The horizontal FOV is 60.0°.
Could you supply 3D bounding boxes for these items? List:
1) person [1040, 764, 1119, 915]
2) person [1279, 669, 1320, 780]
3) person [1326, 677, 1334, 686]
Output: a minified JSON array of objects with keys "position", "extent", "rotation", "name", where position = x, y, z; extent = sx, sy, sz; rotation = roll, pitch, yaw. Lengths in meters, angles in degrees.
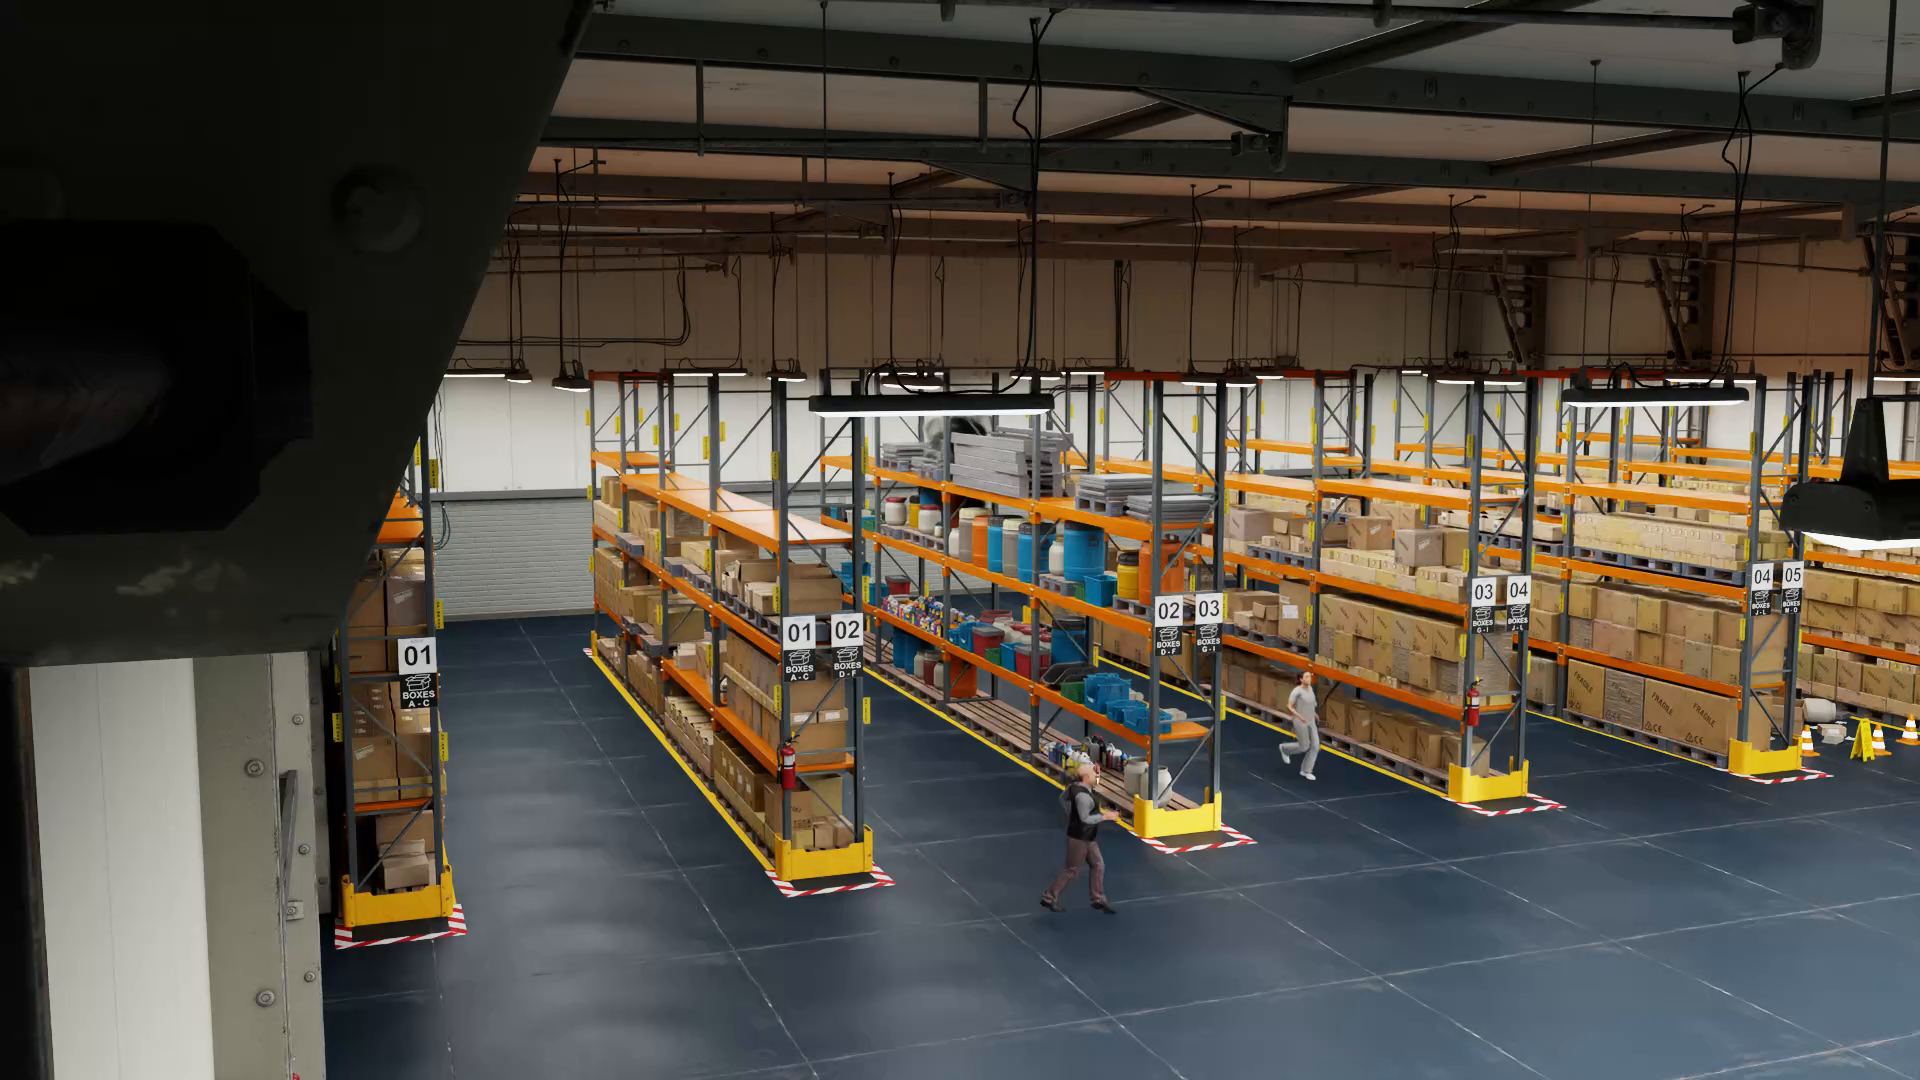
[{"position":[1.346,3.386,18.710],"extent":[0.877,1.757,0.614],"rotation":[1,6,5],"name":"person"},{"position":[5.136,2.799,25.039],"extent":[0.572,1.548,0.697],"rotation":[-4,8,-34],"name":"person"},{"position":[6.763,1.980,30.948],"extent":[0.716,1.761,0.882],"rotation":[-3,7,-24],"name":"person"}]
